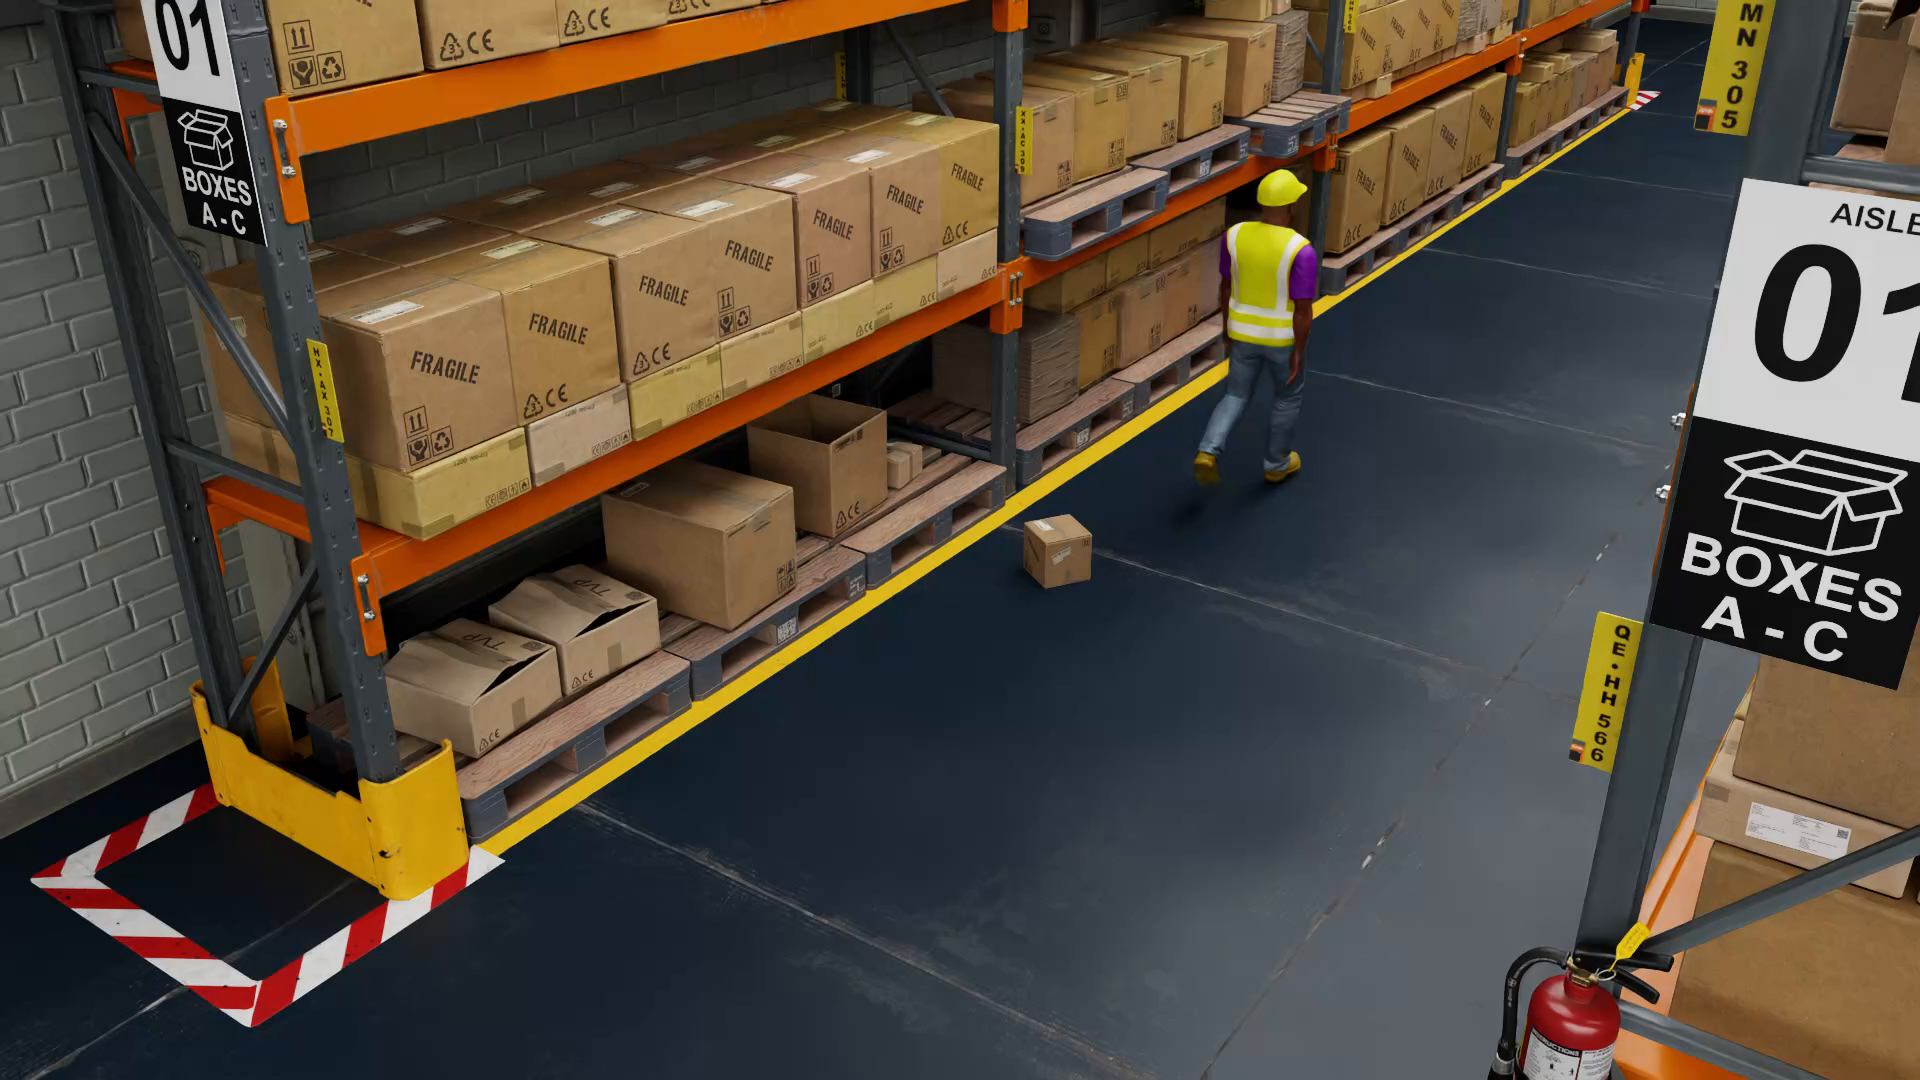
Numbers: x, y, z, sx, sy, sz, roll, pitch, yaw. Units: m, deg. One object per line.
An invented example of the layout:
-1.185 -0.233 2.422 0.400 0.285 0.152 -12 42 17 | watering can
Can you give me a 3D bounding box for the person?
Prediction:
1.580 -1.066 8.675 0.564 1.739 0.859 18 32 31 | person
